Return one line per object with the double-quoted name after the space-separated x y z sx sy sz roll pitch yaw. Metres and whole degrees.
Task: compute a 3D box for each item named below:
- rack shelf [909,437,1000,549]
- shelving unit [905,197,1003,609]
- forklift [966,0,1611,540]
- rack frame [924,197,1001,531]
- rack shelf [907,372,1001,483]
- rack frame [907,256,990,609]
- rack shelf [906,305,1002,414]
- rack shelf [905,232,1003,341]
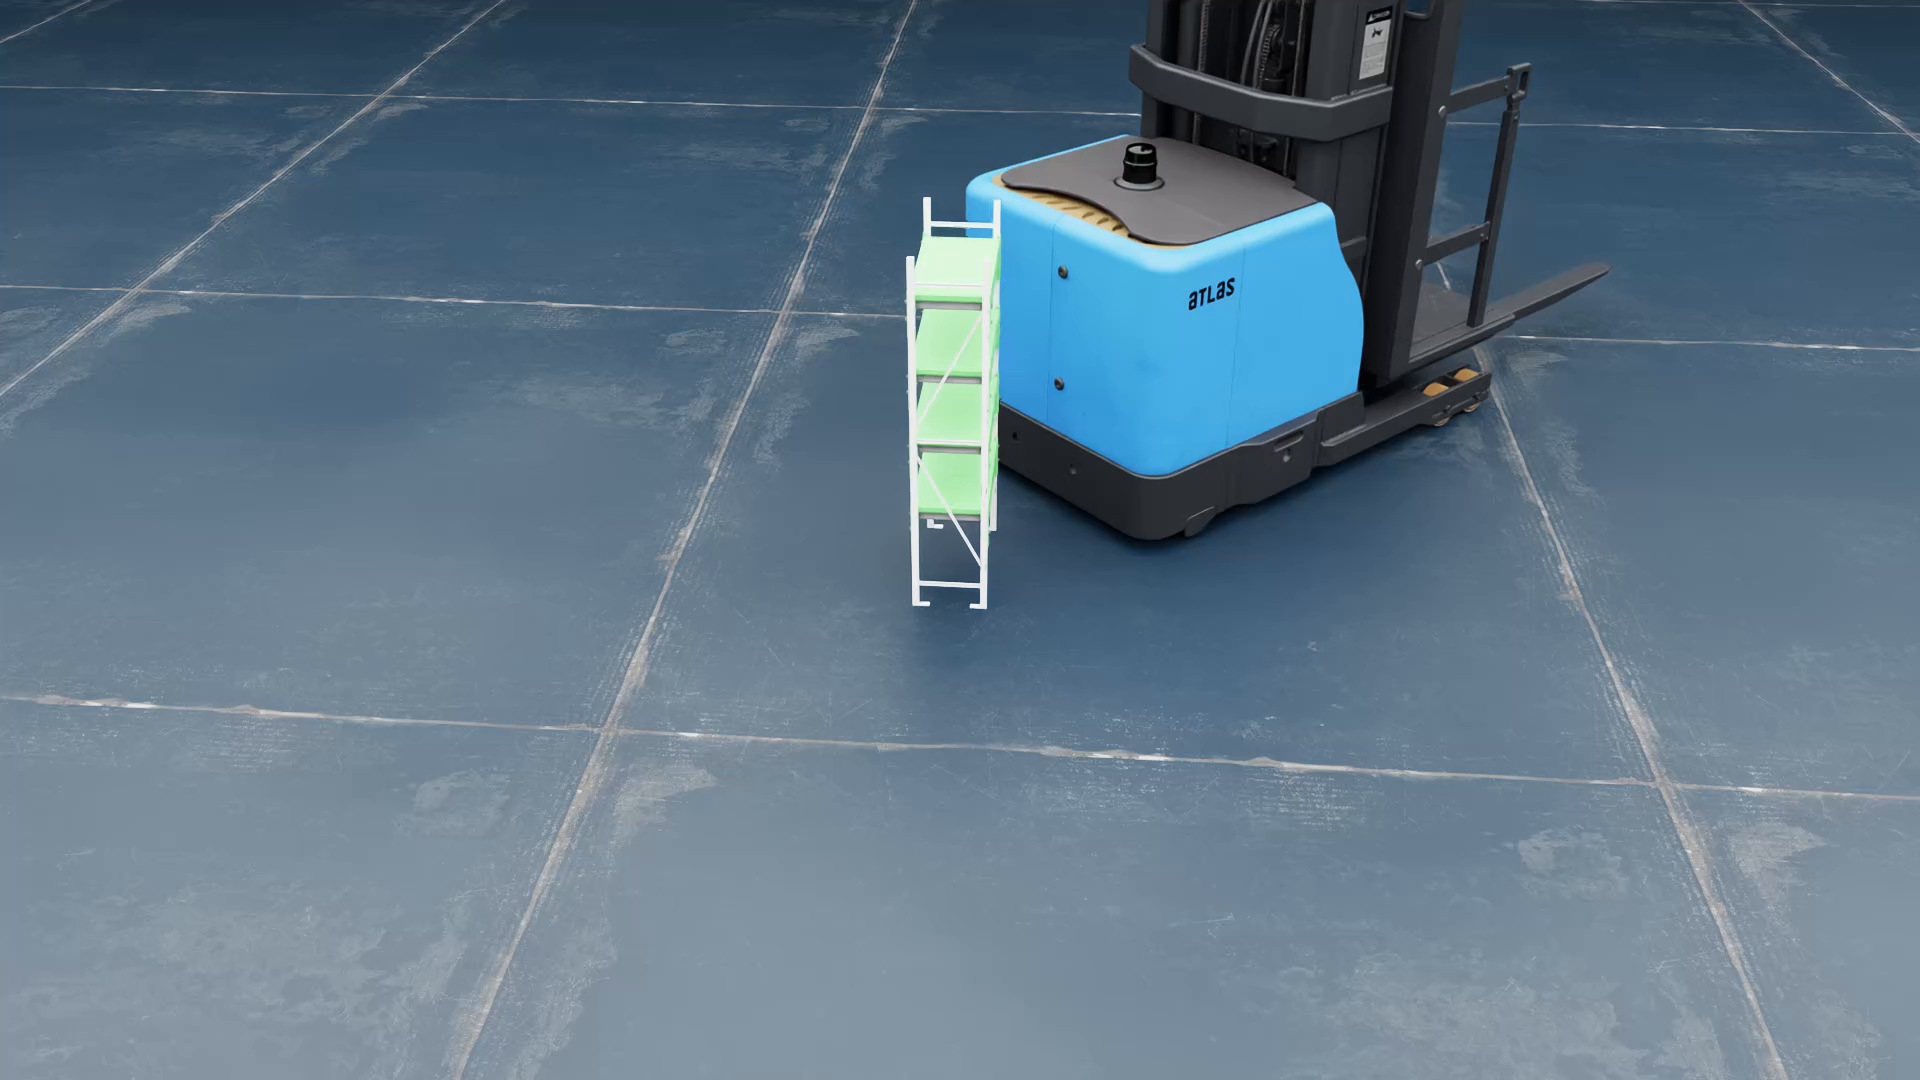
-0.013 -0.166 5.454 0.258 0.148 0.480 2 32 4 "rack shelf"
-0.013 -0.424 5.295 0.258 1.200 0.503 2 32 4 "shelving unit"
1.464 -1.881 6.008 3.031 2.935 1.130 -23 39 -33 "forklift"
0.006 -0.552 5.502 0.240 1.200 0.015 2 32 4 "rack frame"
-0.013 -0.370 5.328 0.258 0.148 0.480 2 32 4 "rack shelf"
-0.033 -0.297 5.088 0.240 1.200 0.015 2 32 4 "rack frame"
-0.013 -0.574 5.202 0.258 0.148 0.480 2 32 4 "rack shelf"
-0.014 -0.778 5.076 0.258 0.148 0.480 2 32 4 "rack shelf"
